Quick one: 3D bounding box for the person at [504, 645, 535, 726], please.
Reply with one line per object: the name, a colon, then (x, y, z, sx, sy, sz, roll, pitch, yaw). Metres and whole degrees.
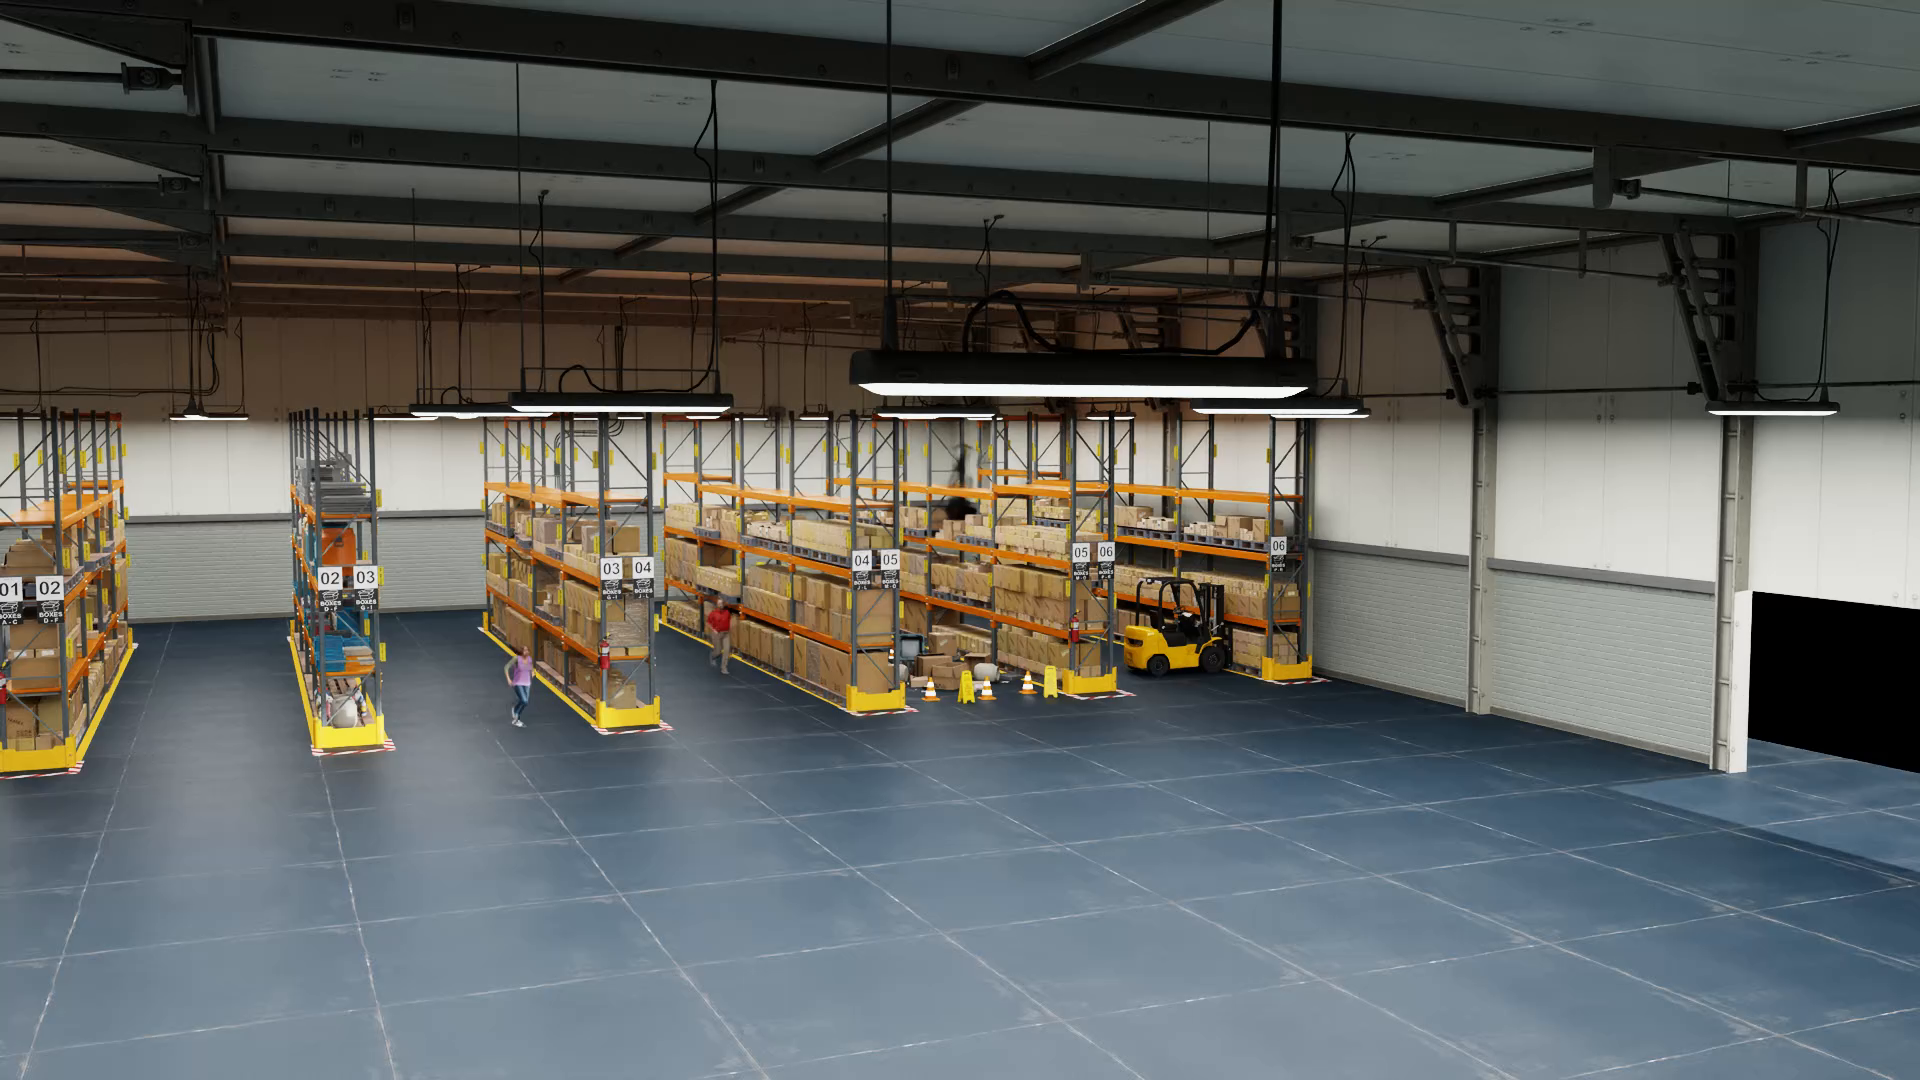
person: (-8.255, 2.744, 31.354, 0.608, 1.550, 0.530, 4, 6, 44)

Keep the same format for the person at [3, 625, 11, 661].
person: (-22.701, 2.148, 39.461, 0.588, 1.667, 0.815, -2, 5, -29)

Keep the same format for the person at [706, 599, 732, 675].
person: (-5.500, 2.210, 38.196, 0.664, 1.709, 0.817, -2, 5, -28)

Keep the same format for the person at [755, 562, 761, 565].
person: (-5.714, 1.509, 47.918, 0.851, 1.741, 0.683, 3, 5, 35)
